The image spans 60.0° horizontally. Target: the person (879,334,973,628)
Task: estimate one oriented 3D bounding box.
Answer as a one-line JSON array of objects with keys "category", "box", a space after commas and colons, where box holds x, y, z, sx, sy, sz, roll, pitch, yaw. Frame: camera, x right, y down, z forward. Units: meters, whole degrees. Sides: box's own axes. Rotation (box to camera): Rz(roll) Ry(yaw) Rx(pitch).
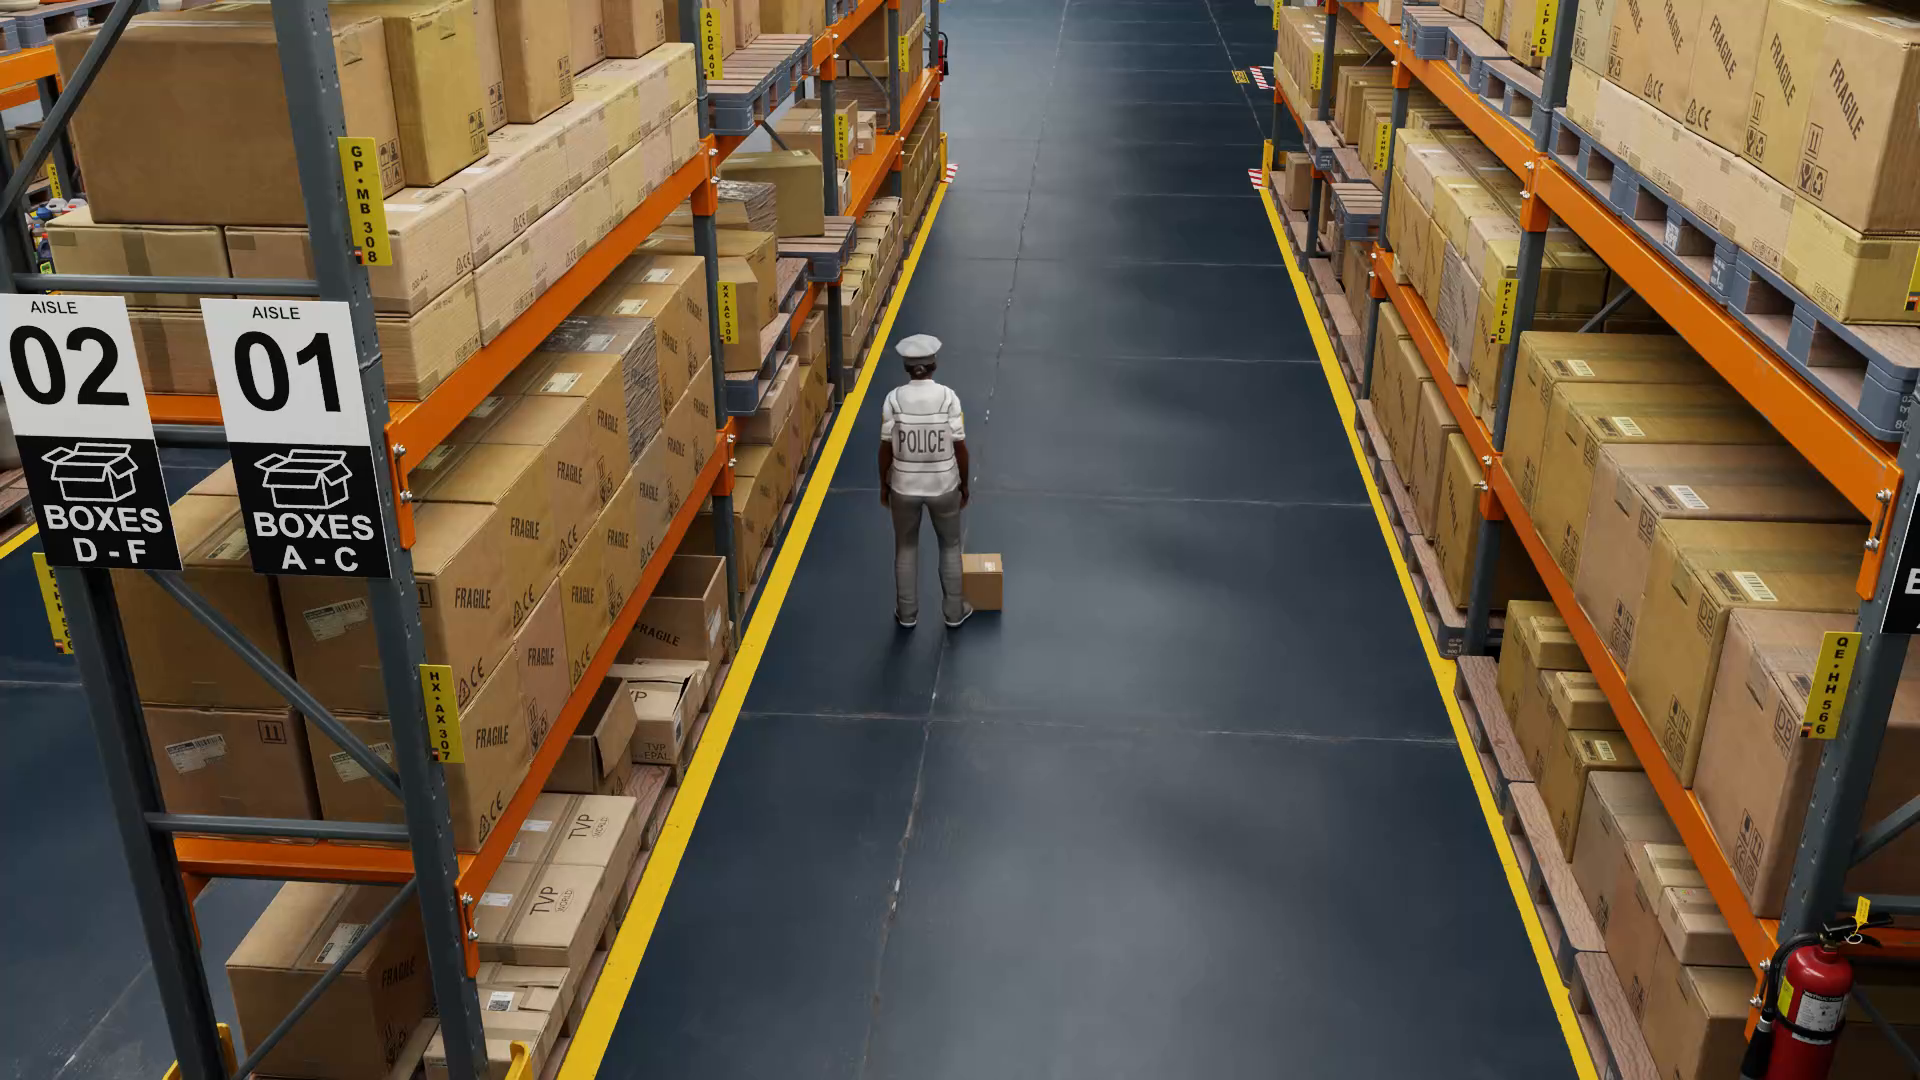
[{"category": "person", "box": [-0.189, -0.295, 9.250, 0.518, 1.657, 0.400, 1, 25, 2]}]
